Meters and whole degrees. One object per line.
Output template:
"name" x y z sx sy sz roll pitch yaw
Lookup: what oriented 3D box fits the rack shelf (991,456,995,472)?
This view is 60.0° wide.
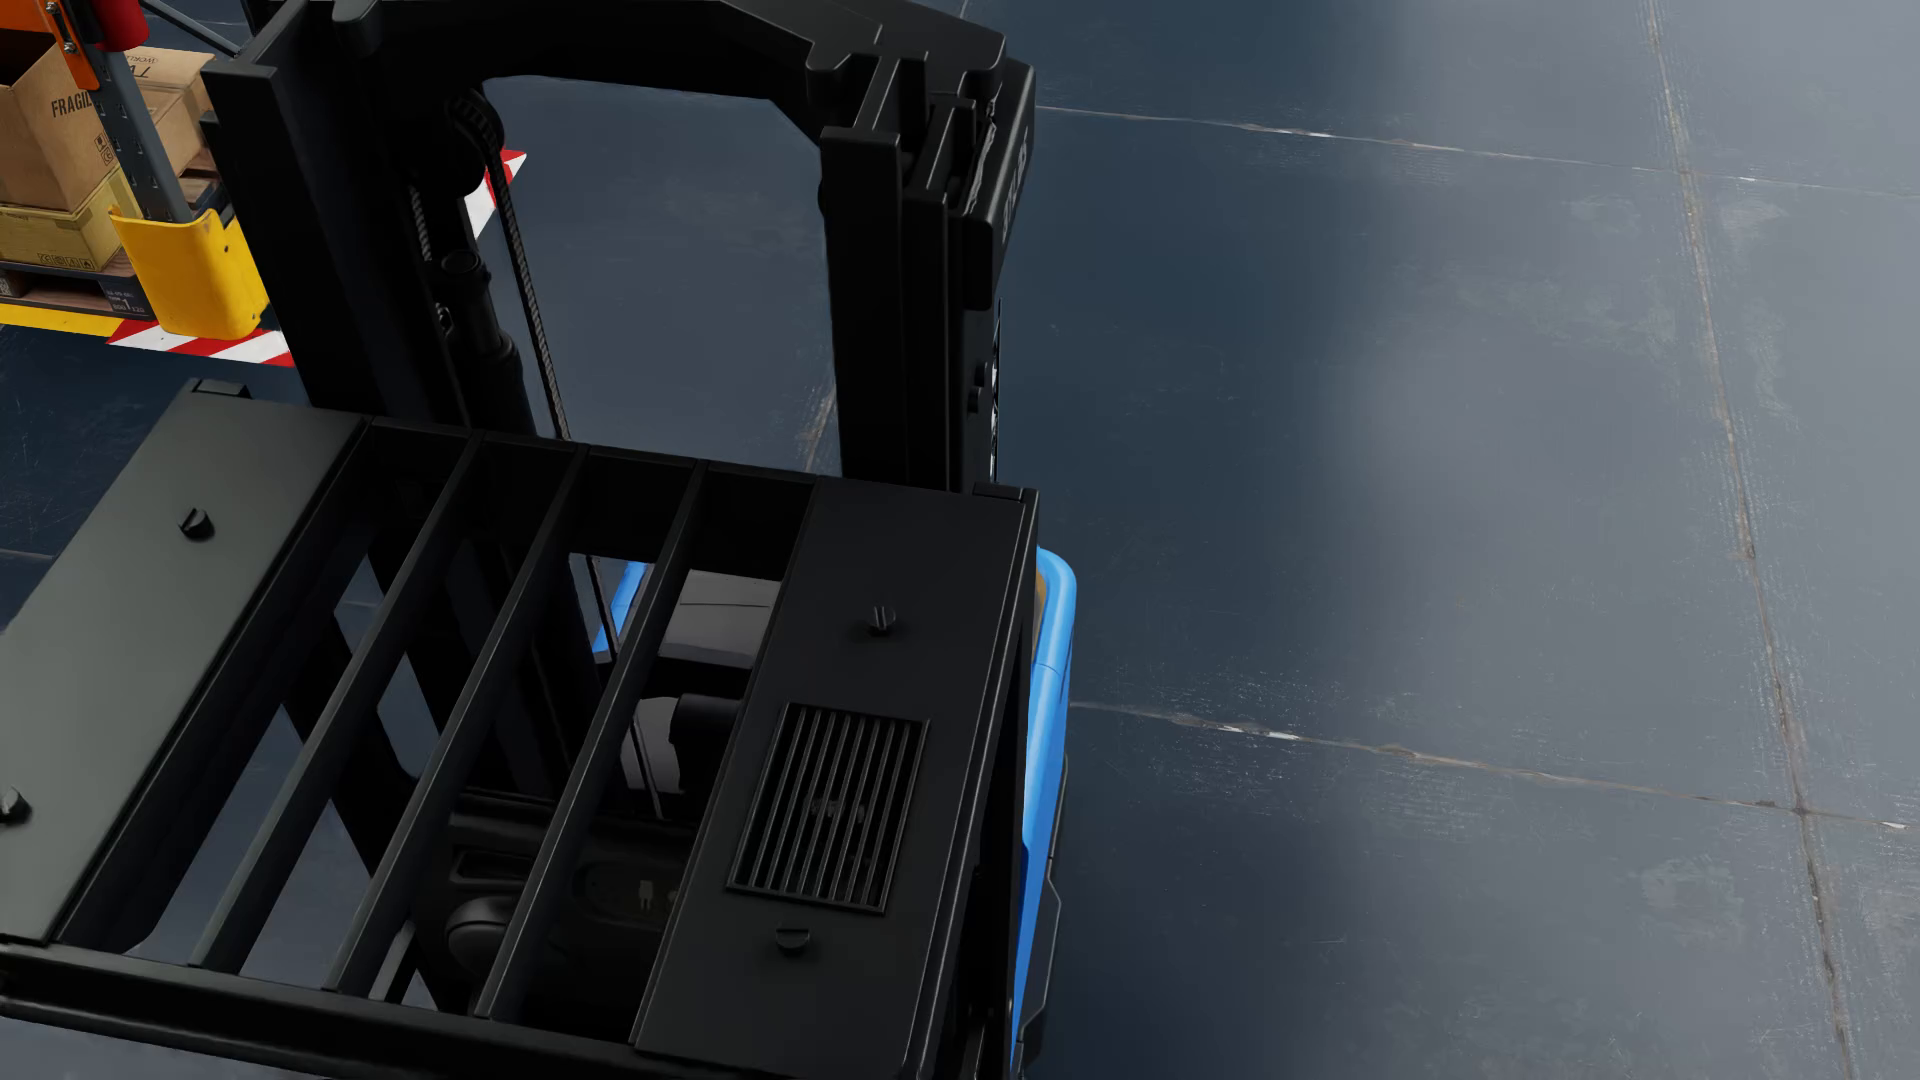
"rack shelf" -0.008 -0.159 5.075 0.200 0.077 0.258 8 49 7

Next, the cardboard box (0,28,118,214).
"cardboard box" -3.198 -1.478 5.623 0.500 0.500 0.500 8 49 7

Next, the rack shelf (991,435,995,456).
"rack shelf" -0.008 -0.219 5.008 0.200 0.077 0.258 8 49 7

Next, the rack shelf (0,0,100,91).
"rack shelf" -4.586 -2.177 5.673 4.000 0.370 1.077 8 49 7

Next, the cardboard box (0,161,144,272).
"cardboard box" -3.198 -1.229 5.904 0.500 0.250 0.500 8 49 7

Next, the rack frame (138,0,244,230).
"rack frame" -2.618 -2.150 5.166 0.053 2.616 0.949 8 49 7

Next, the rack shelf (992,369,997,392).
"rack shelf" -0.008 -0.400 4.807 0.200 0.077 0.258 8 49 7

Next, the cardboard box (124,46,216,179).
"cardboard box" -3.106 -1.608 6.244 0.500 0.250 0.500 8 49 7

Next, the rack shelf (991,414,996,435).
"rack shelf" -0.008 -0.280 4.941 0.200 0.077 0.258 8 49 7

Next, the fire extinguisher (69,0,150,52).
"fire extinguisher" -2.584 -1.771 4.877 0.183 0.674 0.296 8 49 7

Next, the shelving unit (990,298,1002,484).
"shelving unit" -0.008 -0.302 4.916 0.210 0.900 0.258 8 49 7

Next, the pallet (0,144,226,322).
"pallet" -3.378 -1.291 6.268 1.213 0.211 1.003 8 49 7

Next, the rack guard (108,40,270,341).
"rack guard" -2.594 -1.314 6.095 0.348 0.500 1.175 8 49 7

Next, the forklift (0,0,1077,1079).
"forklift" -0.493 0.778 2.580 1.130 2.935 3.031 8 49 7

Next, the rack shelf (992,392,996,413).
"rack shelf" -0.008 -0.340 4.874 0.200 0.077 0.258 8 49 7

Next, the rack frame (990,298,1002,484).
"rack frame" 0.092 -0.288 4.904 0.006 0.900 0.240 8 49 7

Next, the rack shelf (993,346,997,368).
"rack shelf" -0.008 -0.460 4.740 0.200 0.077 0.258 8 49 7
